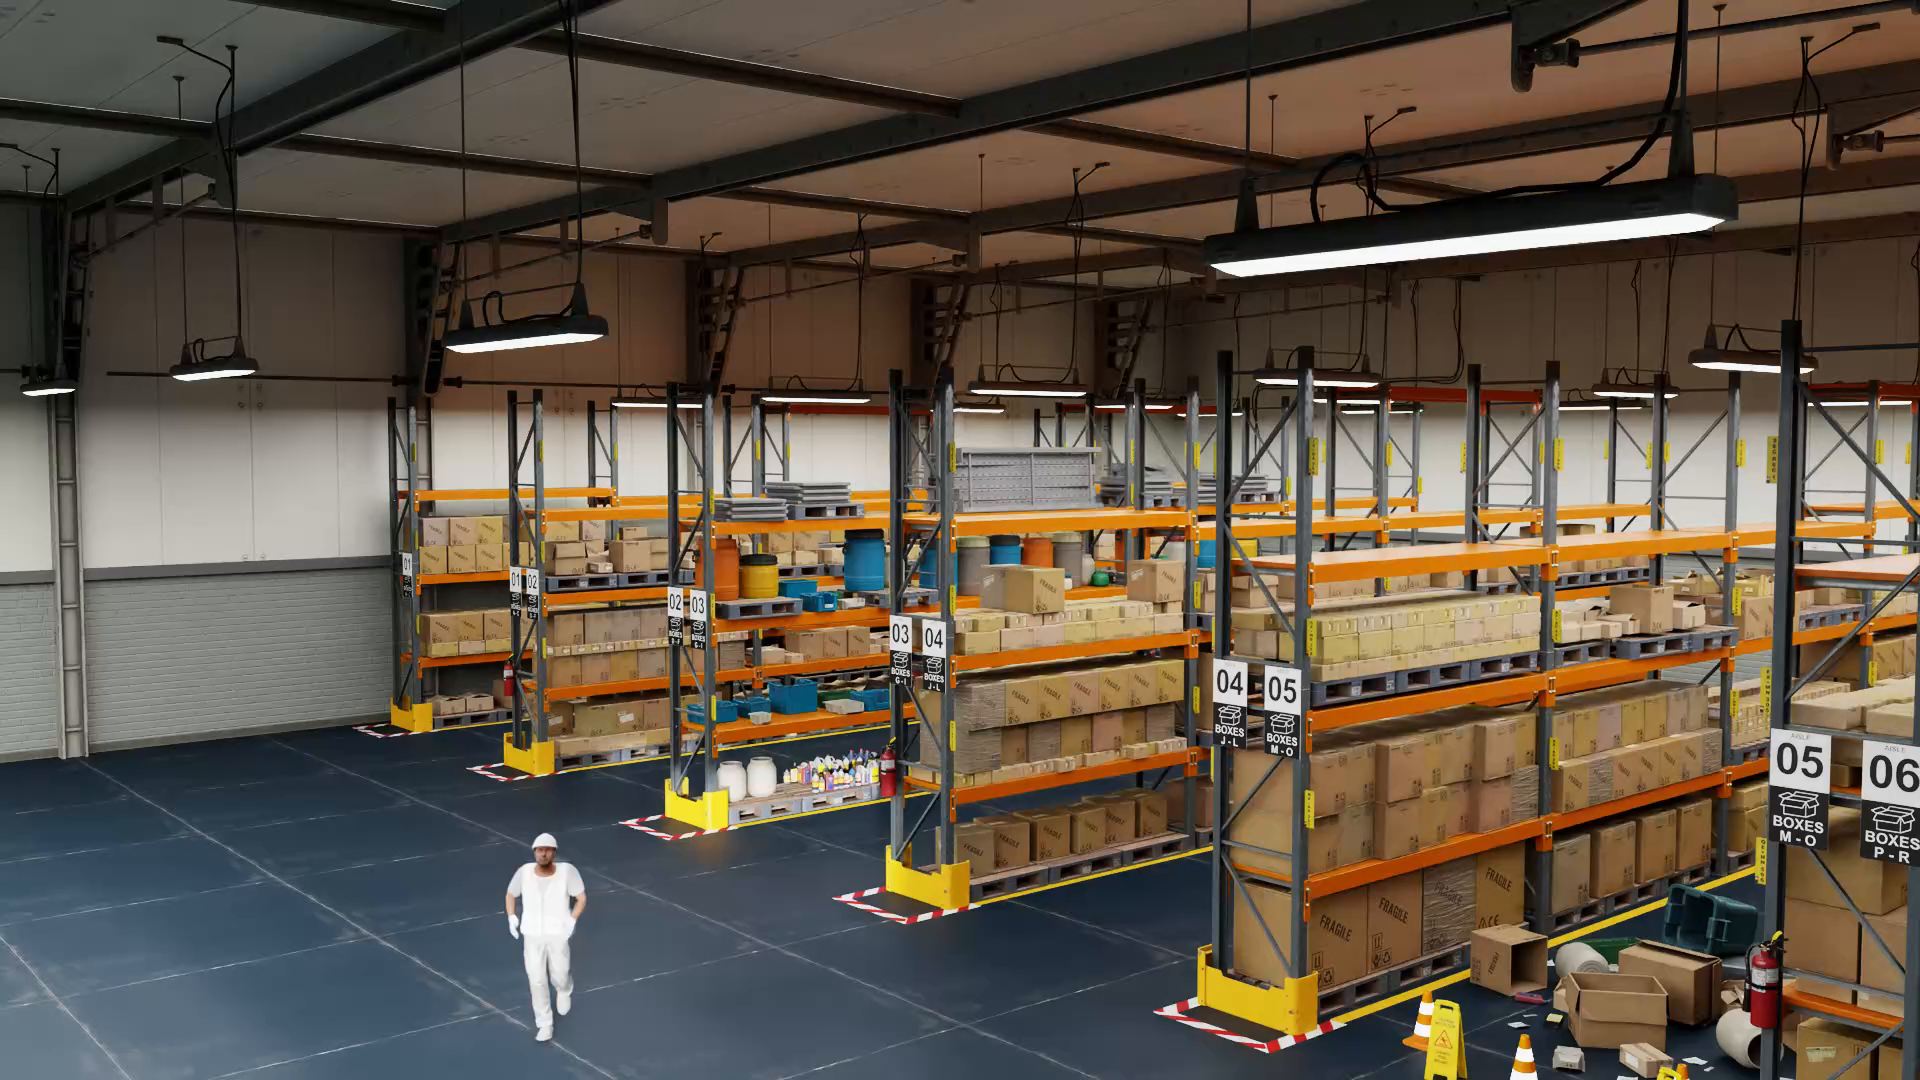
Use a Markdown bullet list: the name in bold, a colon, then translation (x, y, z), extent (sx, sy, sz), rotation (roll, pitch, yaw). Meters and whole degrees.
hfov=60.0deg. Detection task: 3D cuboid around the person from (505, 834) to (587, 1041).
- **person**: translation (-3.632, 3.433, 14.562), extent (0.705, 1.749, 0.648), rotation (0, 3, -6)
